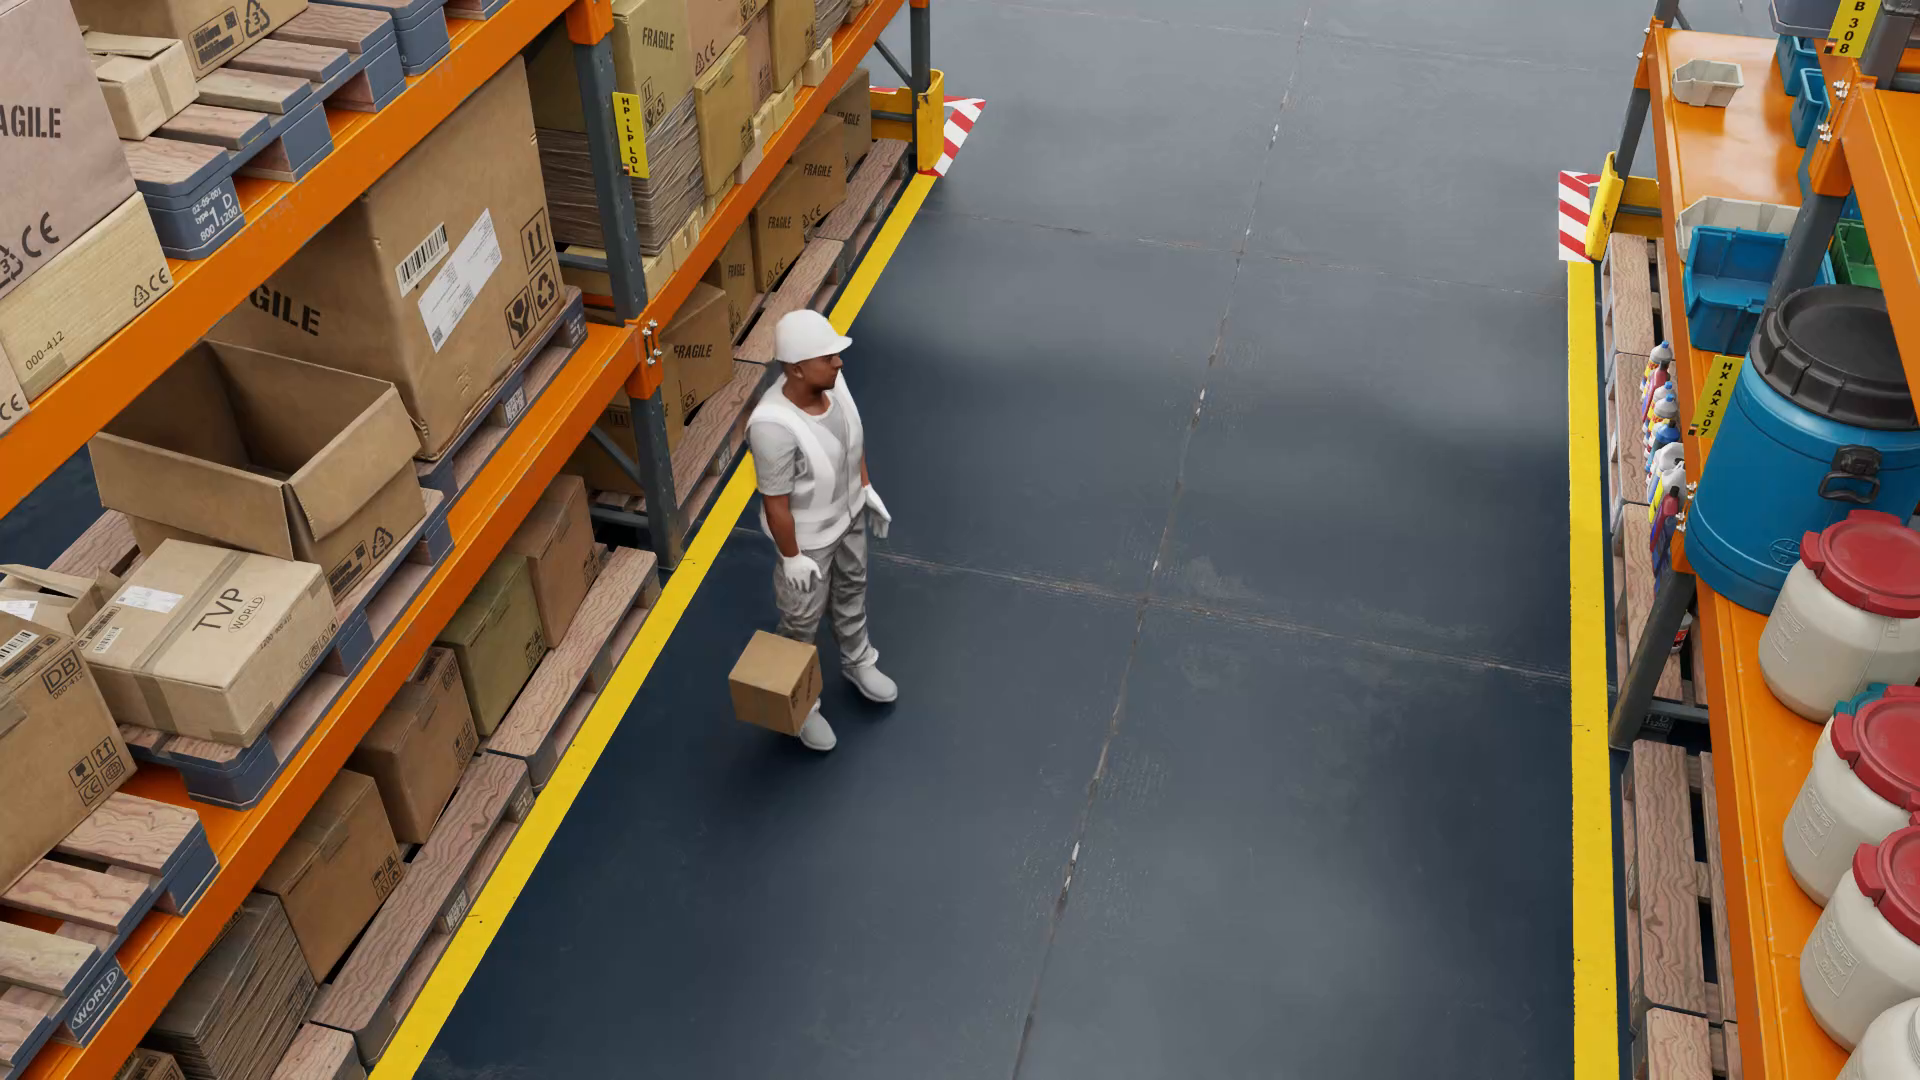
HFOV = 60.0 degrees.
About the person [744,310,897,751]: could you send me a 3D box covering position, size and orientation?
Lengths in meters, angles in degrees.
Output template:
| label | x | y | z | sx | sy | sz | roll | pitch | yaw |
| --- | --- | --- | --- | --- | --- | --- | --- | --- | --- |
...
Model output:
| label | x | y | z | sx | sy | sz | roll | pitch | yaw |
| --- | --- | --- | --- | --- | --- | --- | --- | --- | --- |
| person | -0.497 | -0.036 | 6.144 | 0.474 | 1.792 | 0.577 | 17 | 44 | 19 |
